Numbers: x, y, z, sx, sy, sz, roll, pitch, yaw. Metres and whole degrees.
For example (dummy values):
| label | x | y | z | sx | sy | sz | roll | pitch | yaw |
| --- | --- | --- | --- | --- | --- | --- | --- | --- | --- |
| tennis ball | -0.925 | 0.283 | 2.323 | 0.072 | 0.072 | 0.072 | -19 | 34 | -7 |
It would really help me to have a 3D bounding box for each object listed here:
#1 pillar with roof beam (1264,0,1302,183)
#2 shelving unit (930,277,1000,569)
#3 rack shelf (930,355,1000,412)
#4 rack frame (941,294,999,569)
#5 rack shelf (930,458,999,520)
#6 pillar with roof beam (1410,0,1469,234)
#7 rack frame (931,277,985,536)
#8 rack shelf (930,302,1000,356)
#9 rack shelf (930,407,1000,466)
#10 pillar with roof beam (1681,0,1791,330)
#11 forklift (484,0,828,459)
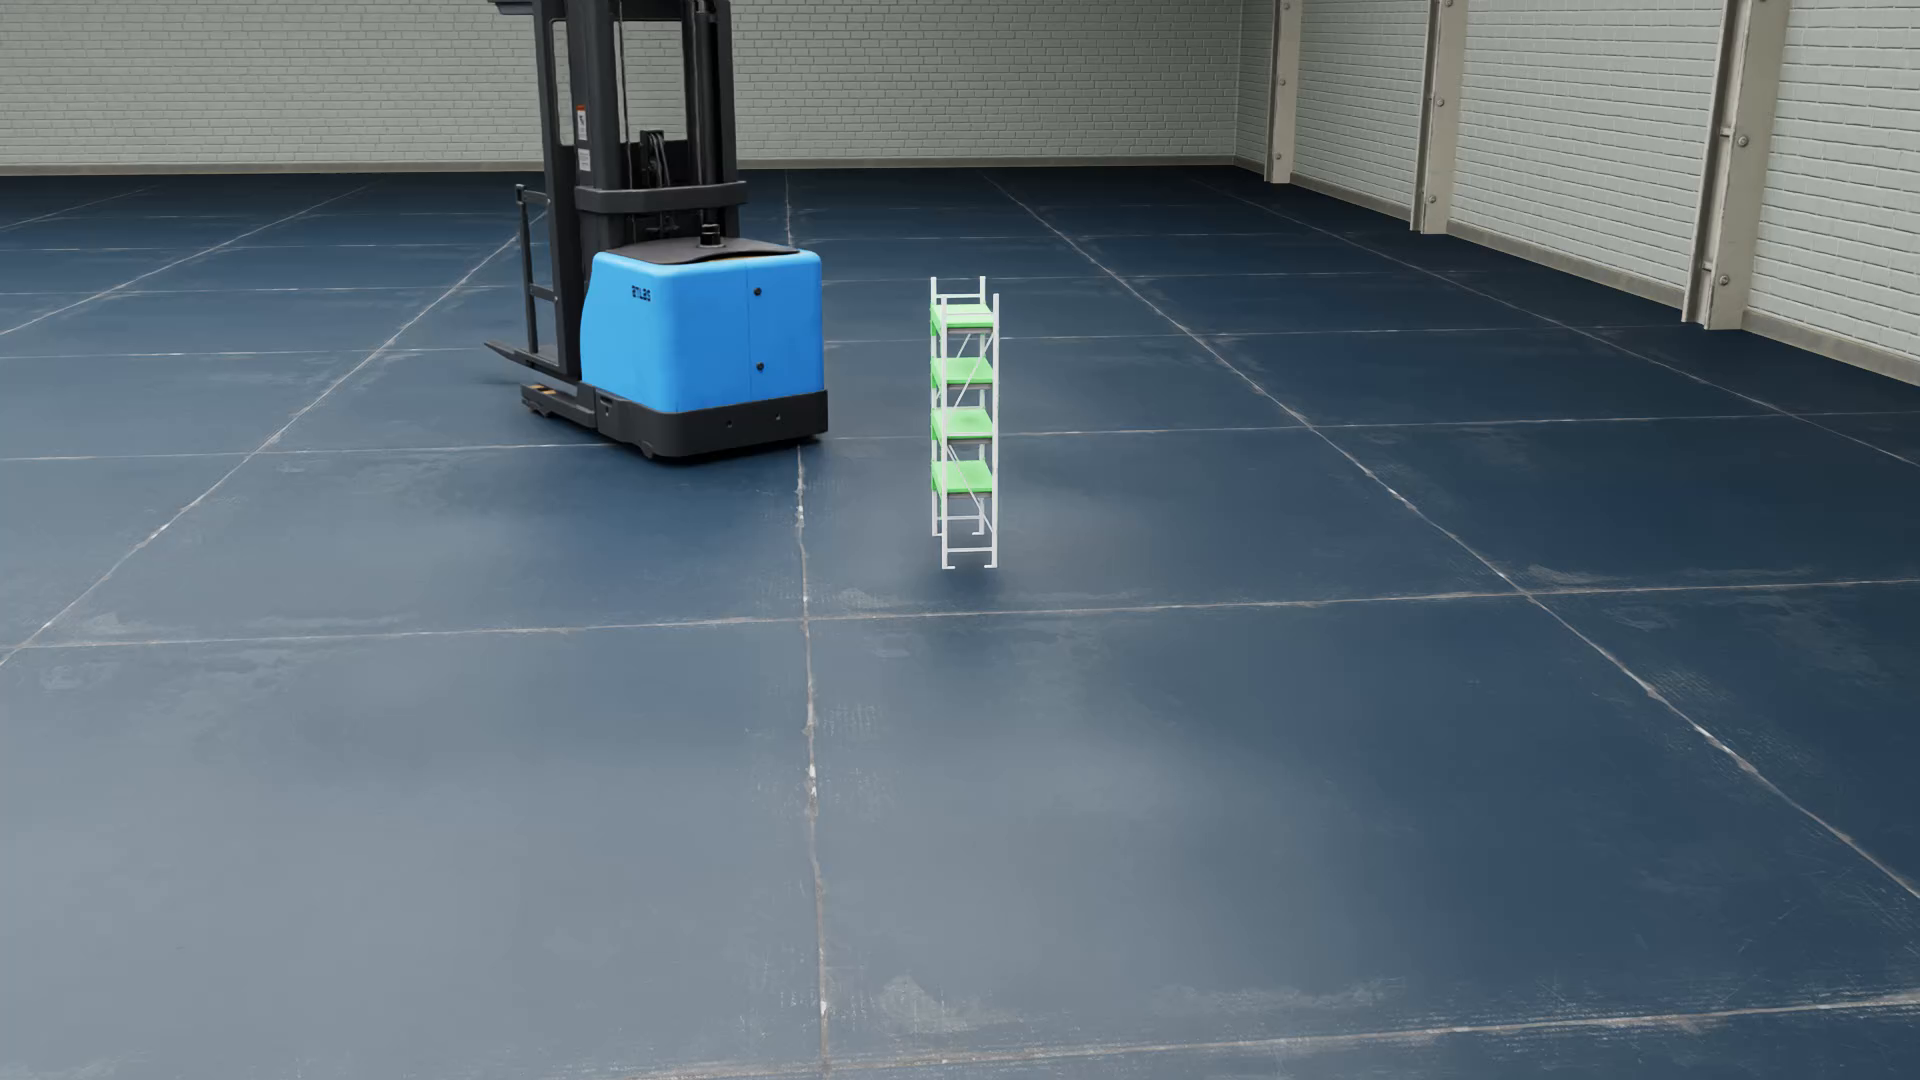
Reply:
| label | x | y | z | sx | sy | sz | roll | pitch | yaw |
| --- | --- | --- | --- | --- | --- | --- | --- | --- | --- |
| pillar with roof beam | 0.392 | -9.426 | 22.678 | 9.100 | 9.000 | 0.400 | -2 | 18 | -6 |
| shelving unit | 0.017 | -0.523 | 7.340 | 0.258 | 1.200 | 0.503 | -2 | 18 | -6 |
| rack shelf | 0.017 | -0.691 | 7.288 | 0.258 | 0.148 | 0.480 | -2 | 18 | -6 |
| rack frame | 0.042 | -0.450 | 7.109 | 0.240 | 1.200 | 0.015 | -2 | 18 | -6 |
| rack shelf | 0.017 | -0.233 | 7.431 | 0.258 | 0.148 | 0.480 | -2 | 18 | -6 |
| pillar with roof beam | 1.011 | -7.639 | 16.984 | 9.100 | 9.000 | 0.400 | -2 | 18 | -6 |
| rack frame | -0.008 | -0.596 | 7.572 | 0.240 | 1.200 | 0.015 | -2 | 18 | -6 |
| rack shelf | 0.017 | -0.920 | 7.216 | 0.258 | 0.148 | 0.480 | -2 | 18 | -6 |
| rack shelf | 0.017 | -0.462 | 7.359 | 0.258 | 0.148 | 0.480 | -2 | 18 | -6 |
| pillar with roof beam | 1.629 | -5.851 | 11.290 | 9.100 | 9.000 | 0.400 | -2 | 18 | -6 |
| forklift | -2.030 | -2.214 | 9.837 | 1.130 | 2.935 | 3.031 | -13 | 21 | -35 |
